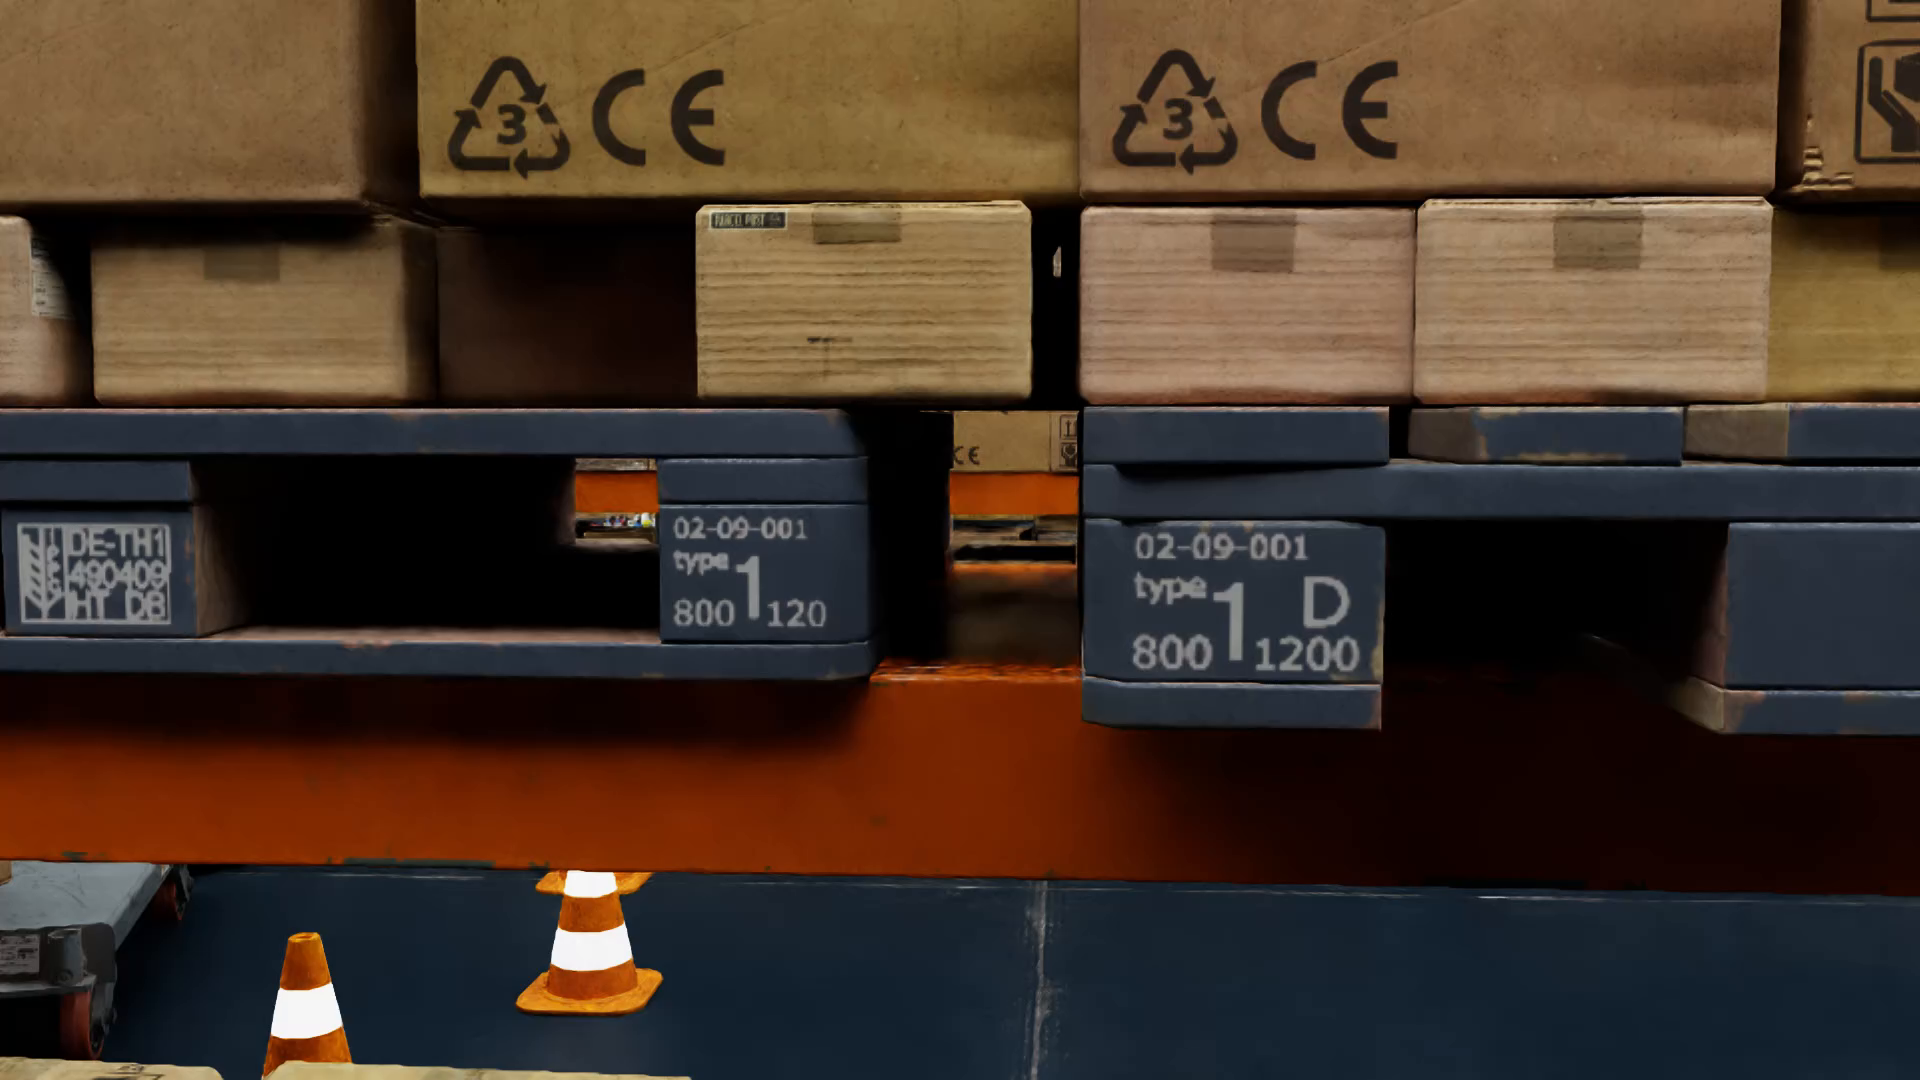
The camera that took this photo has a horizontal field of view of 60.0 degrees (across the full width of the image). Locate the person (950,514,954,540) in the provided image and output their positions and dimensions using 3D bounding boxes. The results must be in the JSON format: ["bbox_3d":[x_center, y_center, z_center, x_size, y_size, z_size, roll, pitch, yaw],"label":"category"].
[{"bbox_3d":[-0.234,-0.065,9.718,0.473,1.671,0.642,-1,4,-7],"label":"person"}]
